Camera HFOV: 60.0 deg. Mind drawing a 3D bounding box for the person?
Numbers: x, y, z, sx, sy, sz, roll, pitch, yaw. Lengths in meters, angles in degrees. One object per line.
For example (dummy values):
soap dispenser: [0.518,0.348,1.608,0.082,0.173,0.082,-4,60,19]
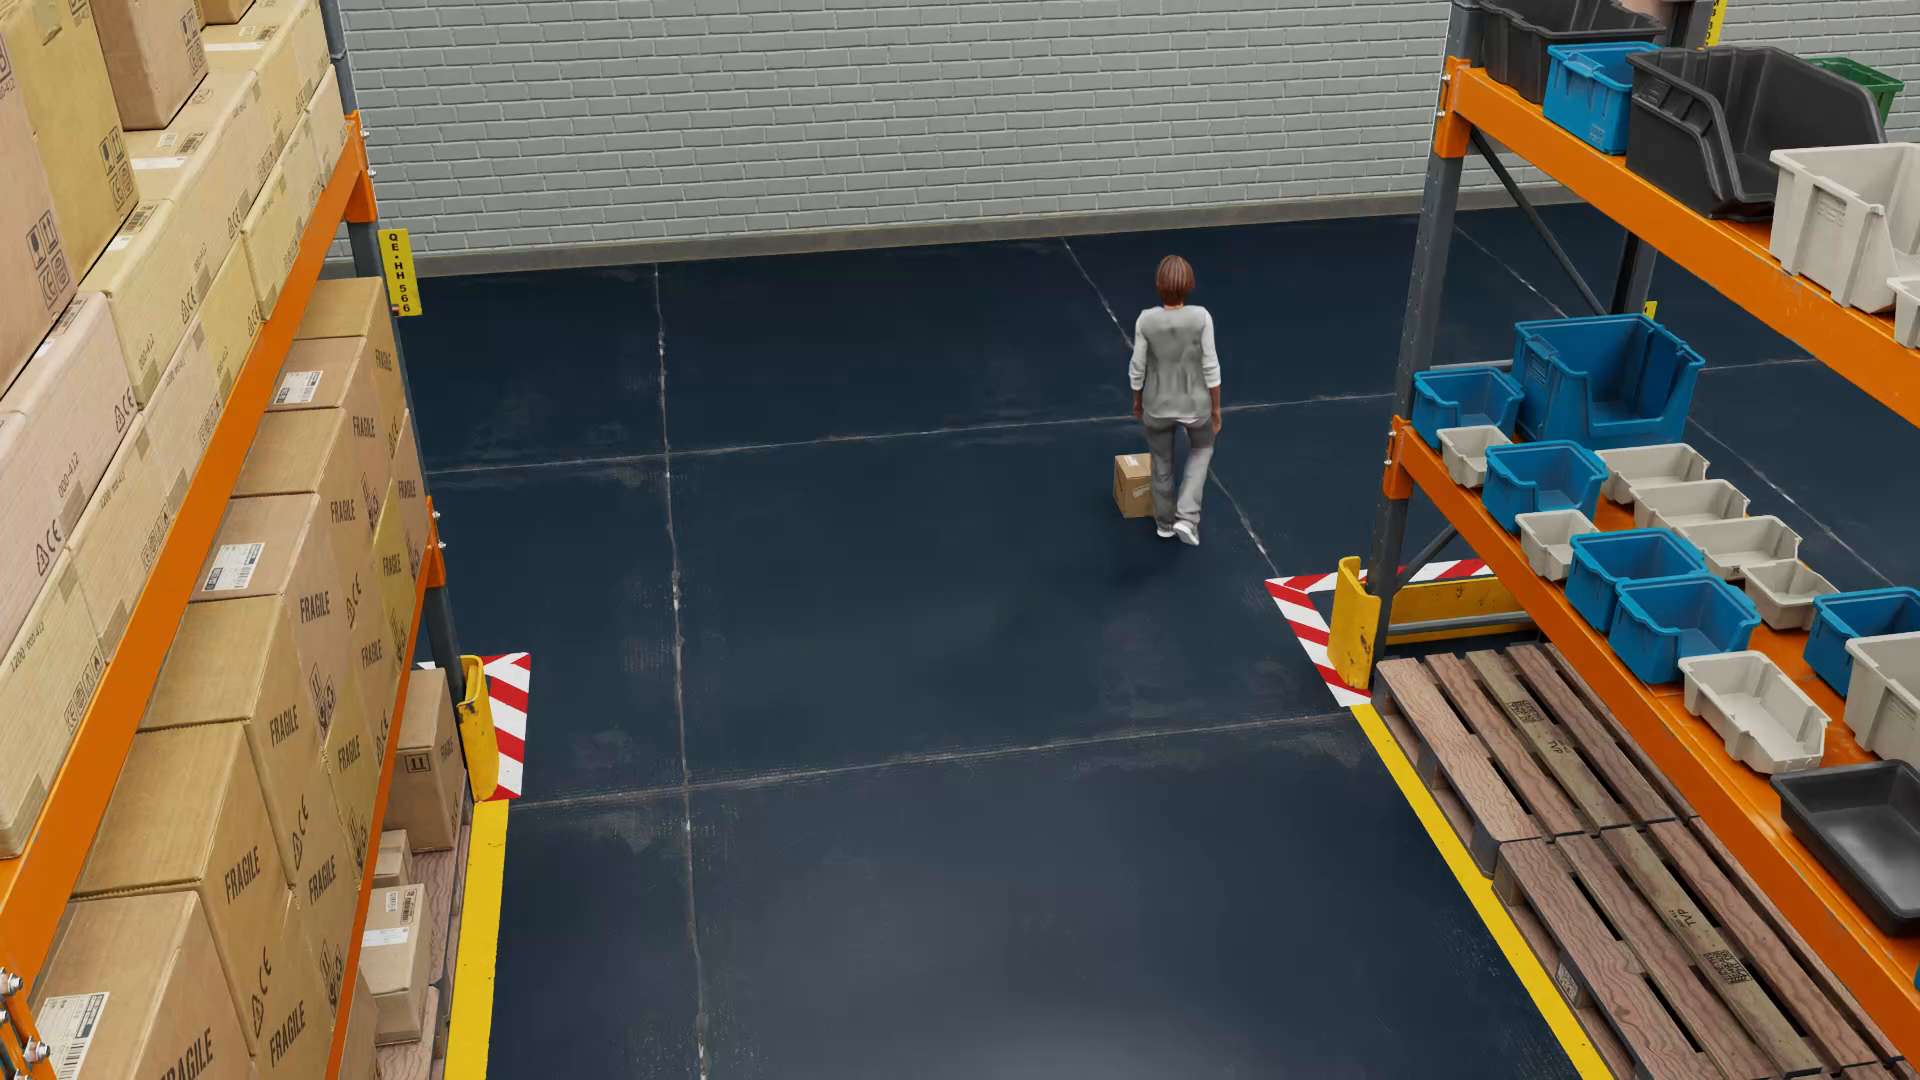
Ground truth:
person: [1.063,-0.678,8.251,0.469,1.581,0.515,4,31,6]
